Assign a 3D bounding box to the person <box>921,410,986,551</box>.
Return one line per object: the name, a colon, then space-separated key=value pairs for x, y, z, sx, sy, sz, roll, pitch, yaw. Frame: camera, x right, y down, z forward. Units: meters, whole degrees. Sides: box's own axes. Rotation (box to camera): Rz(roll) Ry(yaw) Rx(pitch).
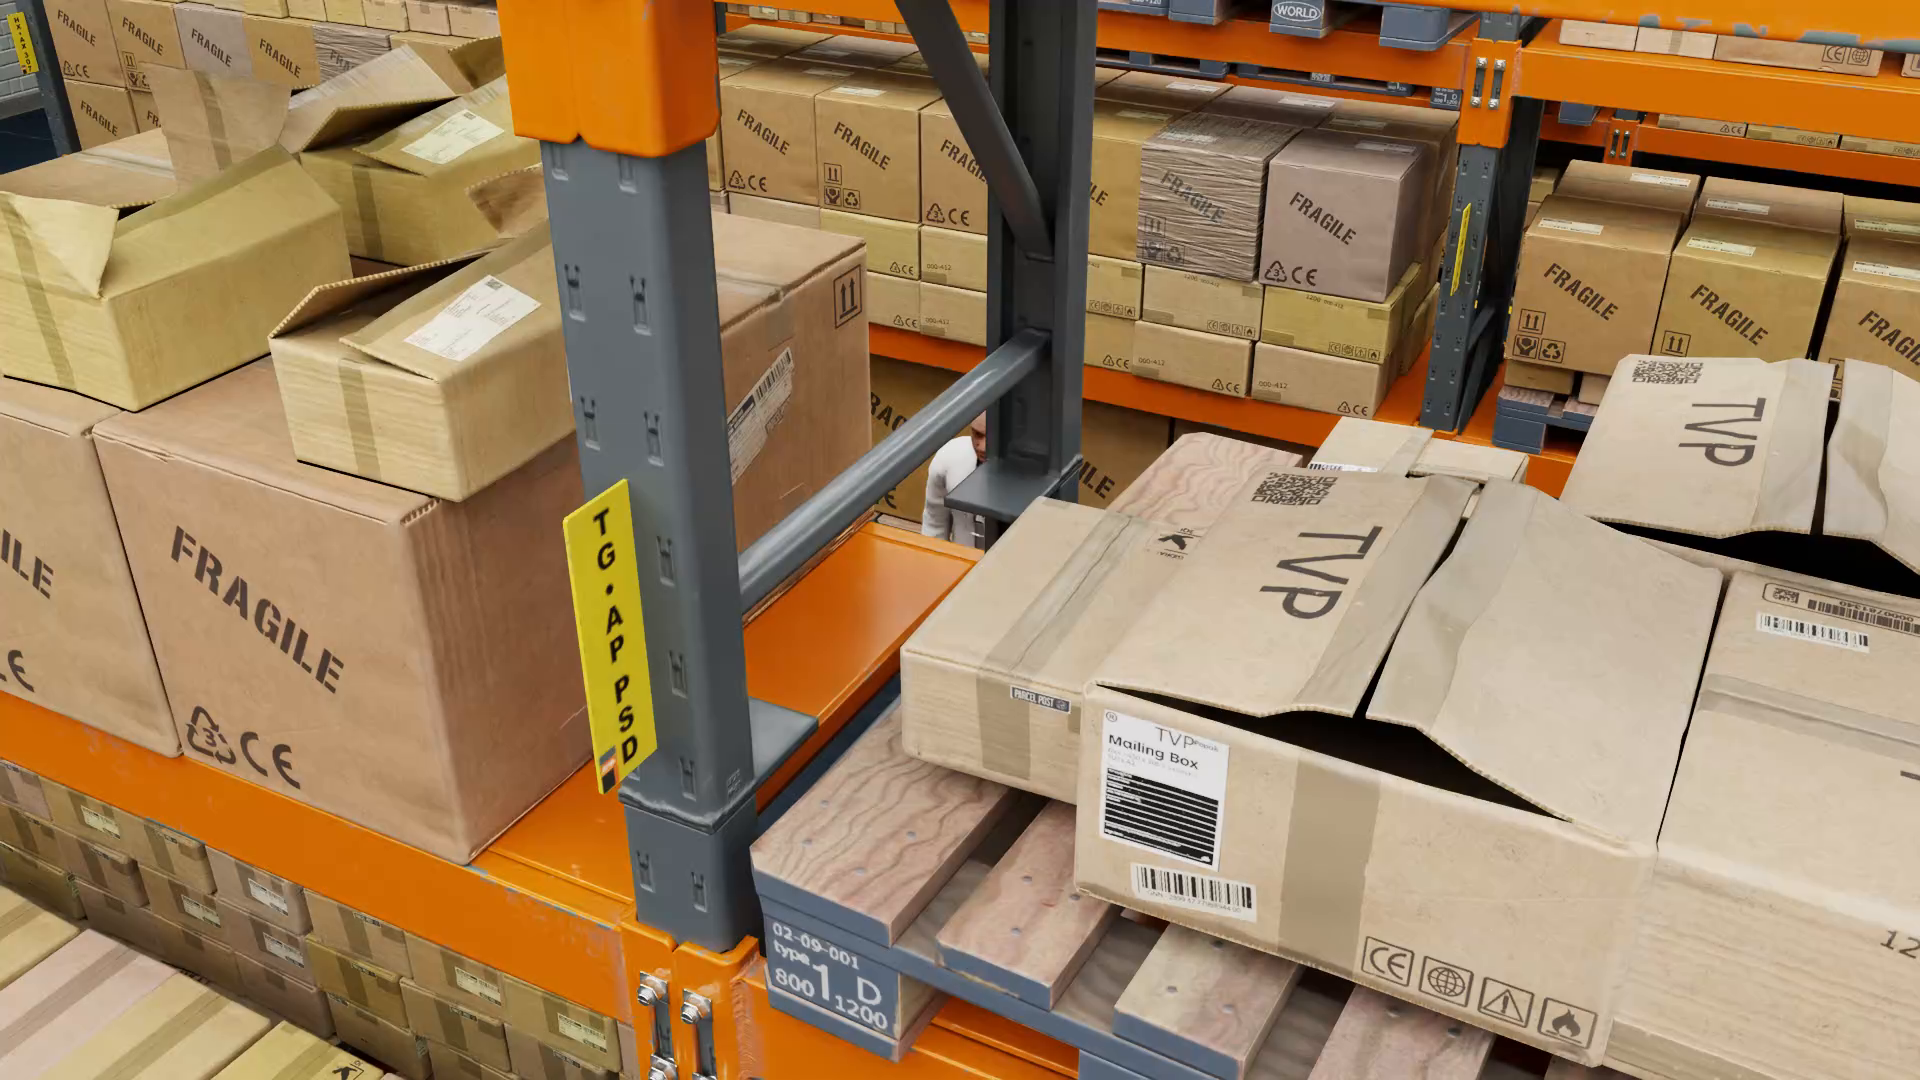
person: x=0.125 y=0.231 z=6.238 sx=0.655 sy=1.775 sz=0.419 roll=13 pitch=32 yaw=21
